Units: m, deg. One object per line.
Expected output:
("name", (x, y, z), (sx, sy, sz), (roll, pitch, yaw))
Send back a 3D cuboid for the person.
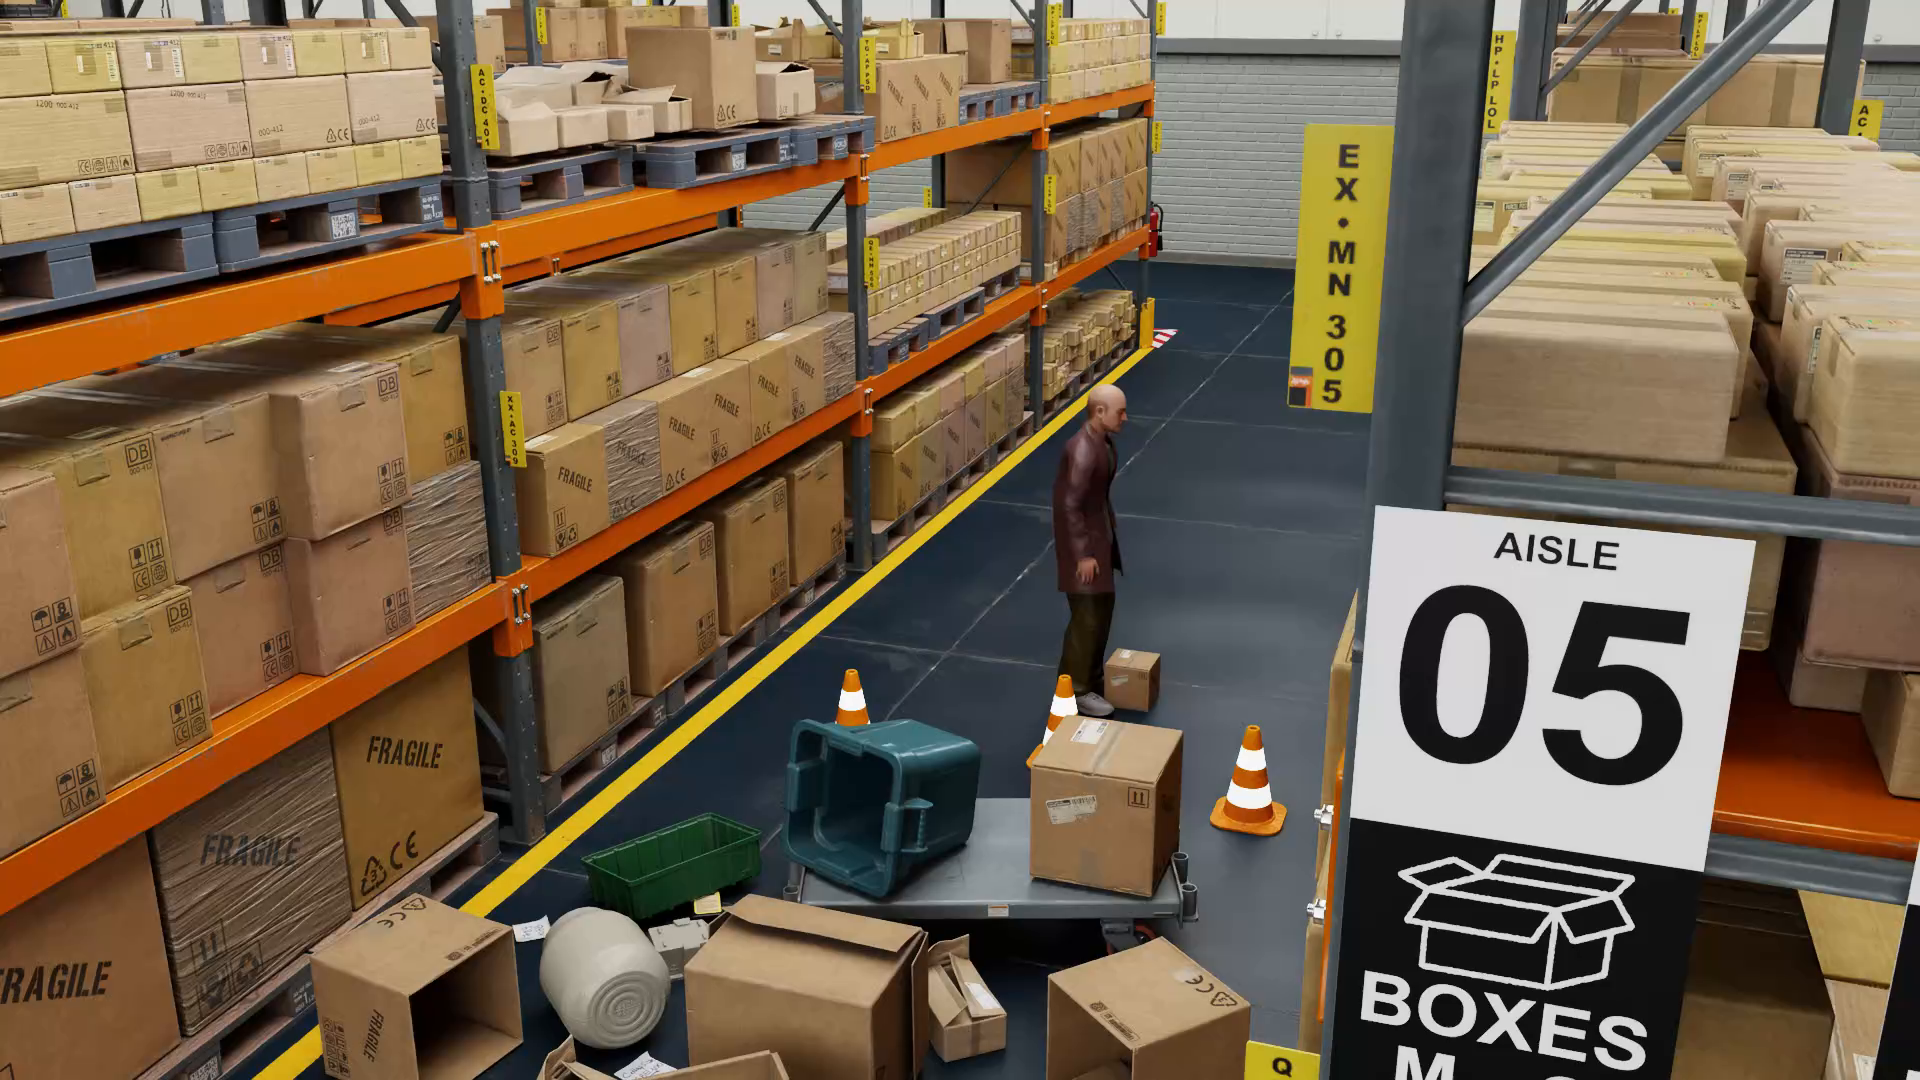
("person", (0.715, 0.025, 9.006), (0.420, 1.774, 0.643), (6, 19, 18))
